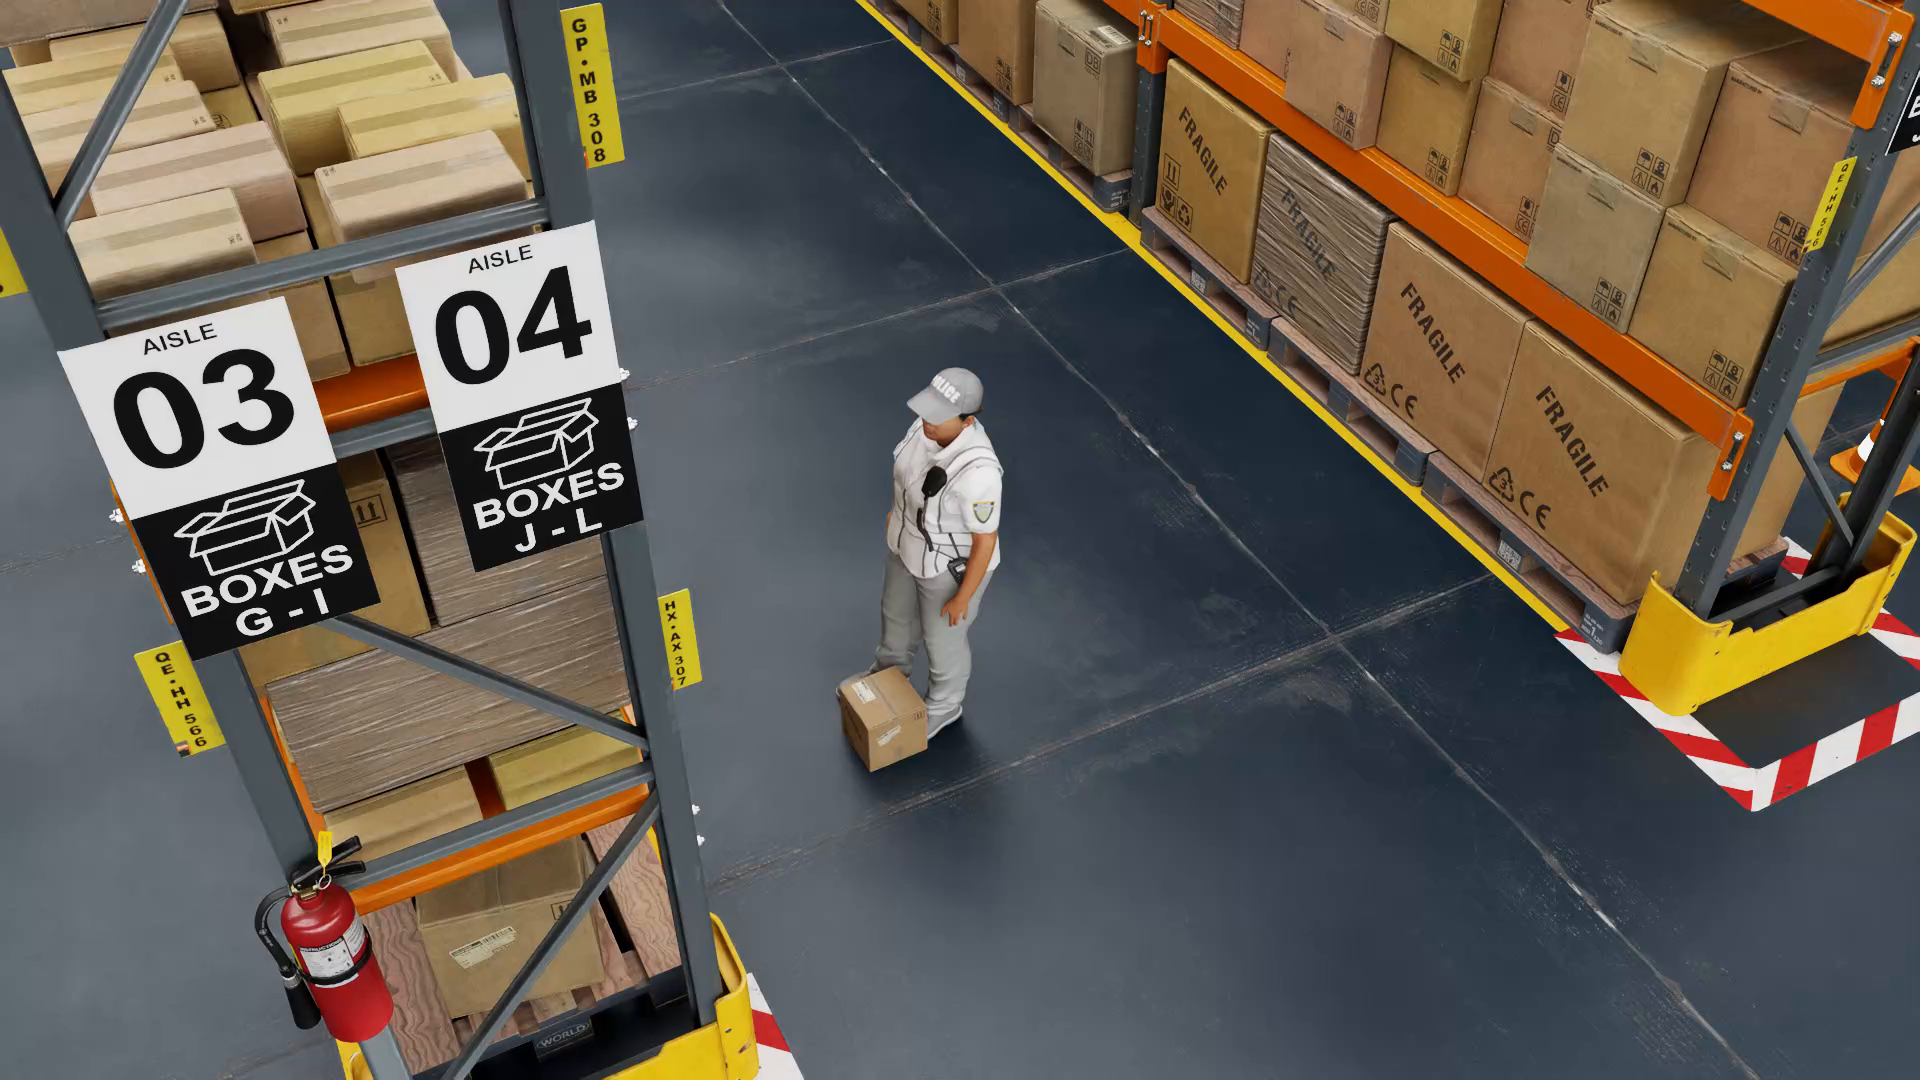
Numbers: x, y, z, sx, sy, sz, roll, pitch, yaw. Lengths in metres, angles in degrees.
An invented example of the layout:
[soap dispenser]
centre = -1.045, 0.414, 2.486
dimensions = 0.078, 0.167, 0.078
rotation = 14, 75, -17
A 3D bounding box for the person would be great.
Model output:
[person]
centre = -0.149, 0.071, 6.061
dimensions = 0.529, 1.670, 0.598
rotation = -19, 45, -20
